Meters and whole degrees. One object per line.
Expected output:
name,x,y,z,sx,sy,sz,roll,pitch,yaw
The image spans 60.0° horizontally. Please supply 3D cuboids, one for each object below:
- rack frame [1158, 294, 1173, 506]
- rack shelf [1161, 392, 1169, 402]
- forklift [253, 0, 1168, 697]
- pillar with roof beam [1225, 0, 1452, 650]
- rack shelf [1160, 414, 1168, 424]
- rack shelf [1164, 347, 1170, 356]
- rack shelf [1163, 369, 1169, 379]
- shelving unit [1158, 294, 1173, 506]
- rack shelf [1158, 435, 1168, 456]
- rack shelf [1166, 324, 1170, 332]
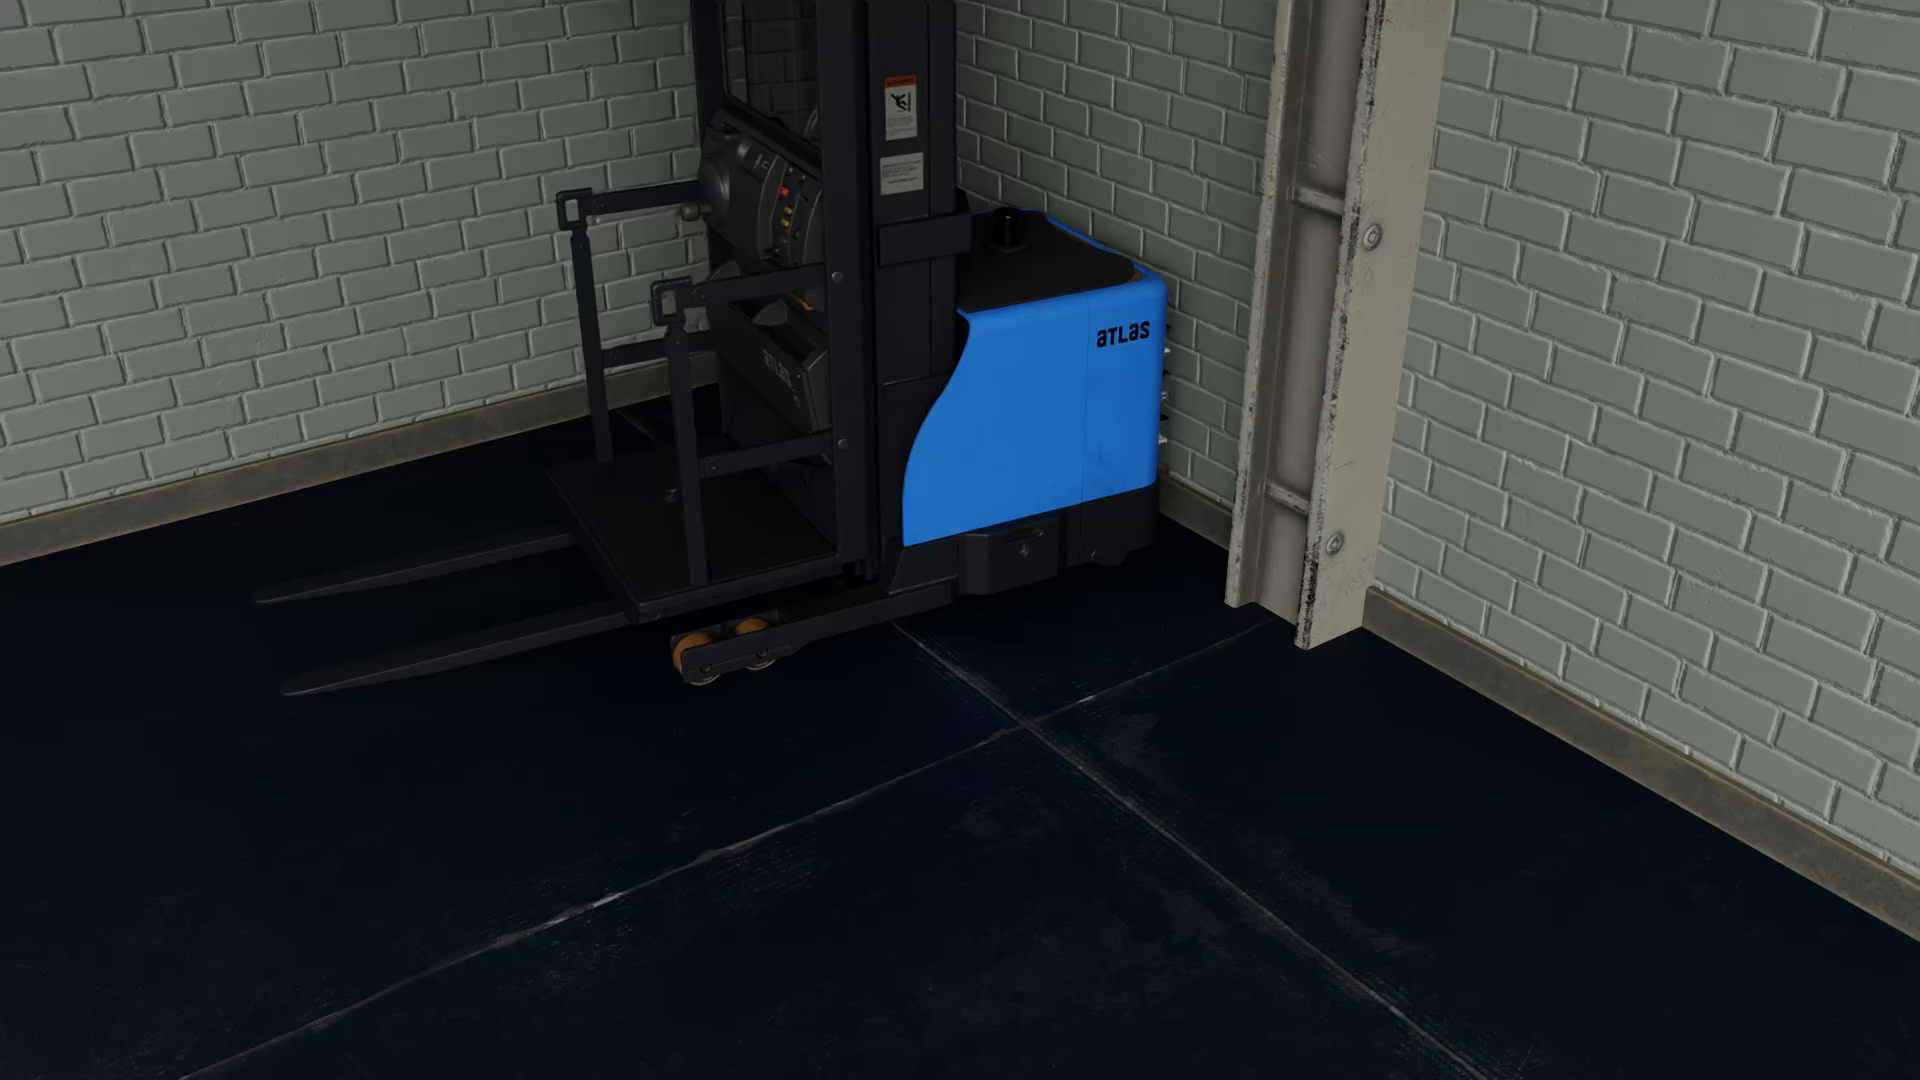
rack frame,0.720,-0.529,6.204,0.240,0.900,0.006,-13,28,-31
rack shelf,0.663,-0.533,6.294,0.258,0.077,0.200,-13,28,-31
forklift,-0.823,-1.107,5.217,3.031,2.935,1.130,-14,31,-24
pillar with roof beam,-2.340,-2.512,1.447,9.100,9.000,0.400,-19,34,-31
rack shelf,0.660,-0.451,6.330,0.258,0.077,0.200,-13,28,-31
rack shelf,0.668,-0.698,6.222,0.258,0.077,0.200,-13,28,-31
rack shelf,0.665,-0.616,6.258,0.258,0.077,0.200,-13,28,-31
shelving unit,0.664,-0.564,6.281,0.258,0.900,0.210,-13,28,-31
rack shelf,0.658,-0.369,6.366,0.258,0.077,0.200,-13,28,-31
rack shelf,0.671,-0.781,6.186,0.258,0.077,0.200,-13,28,-31
